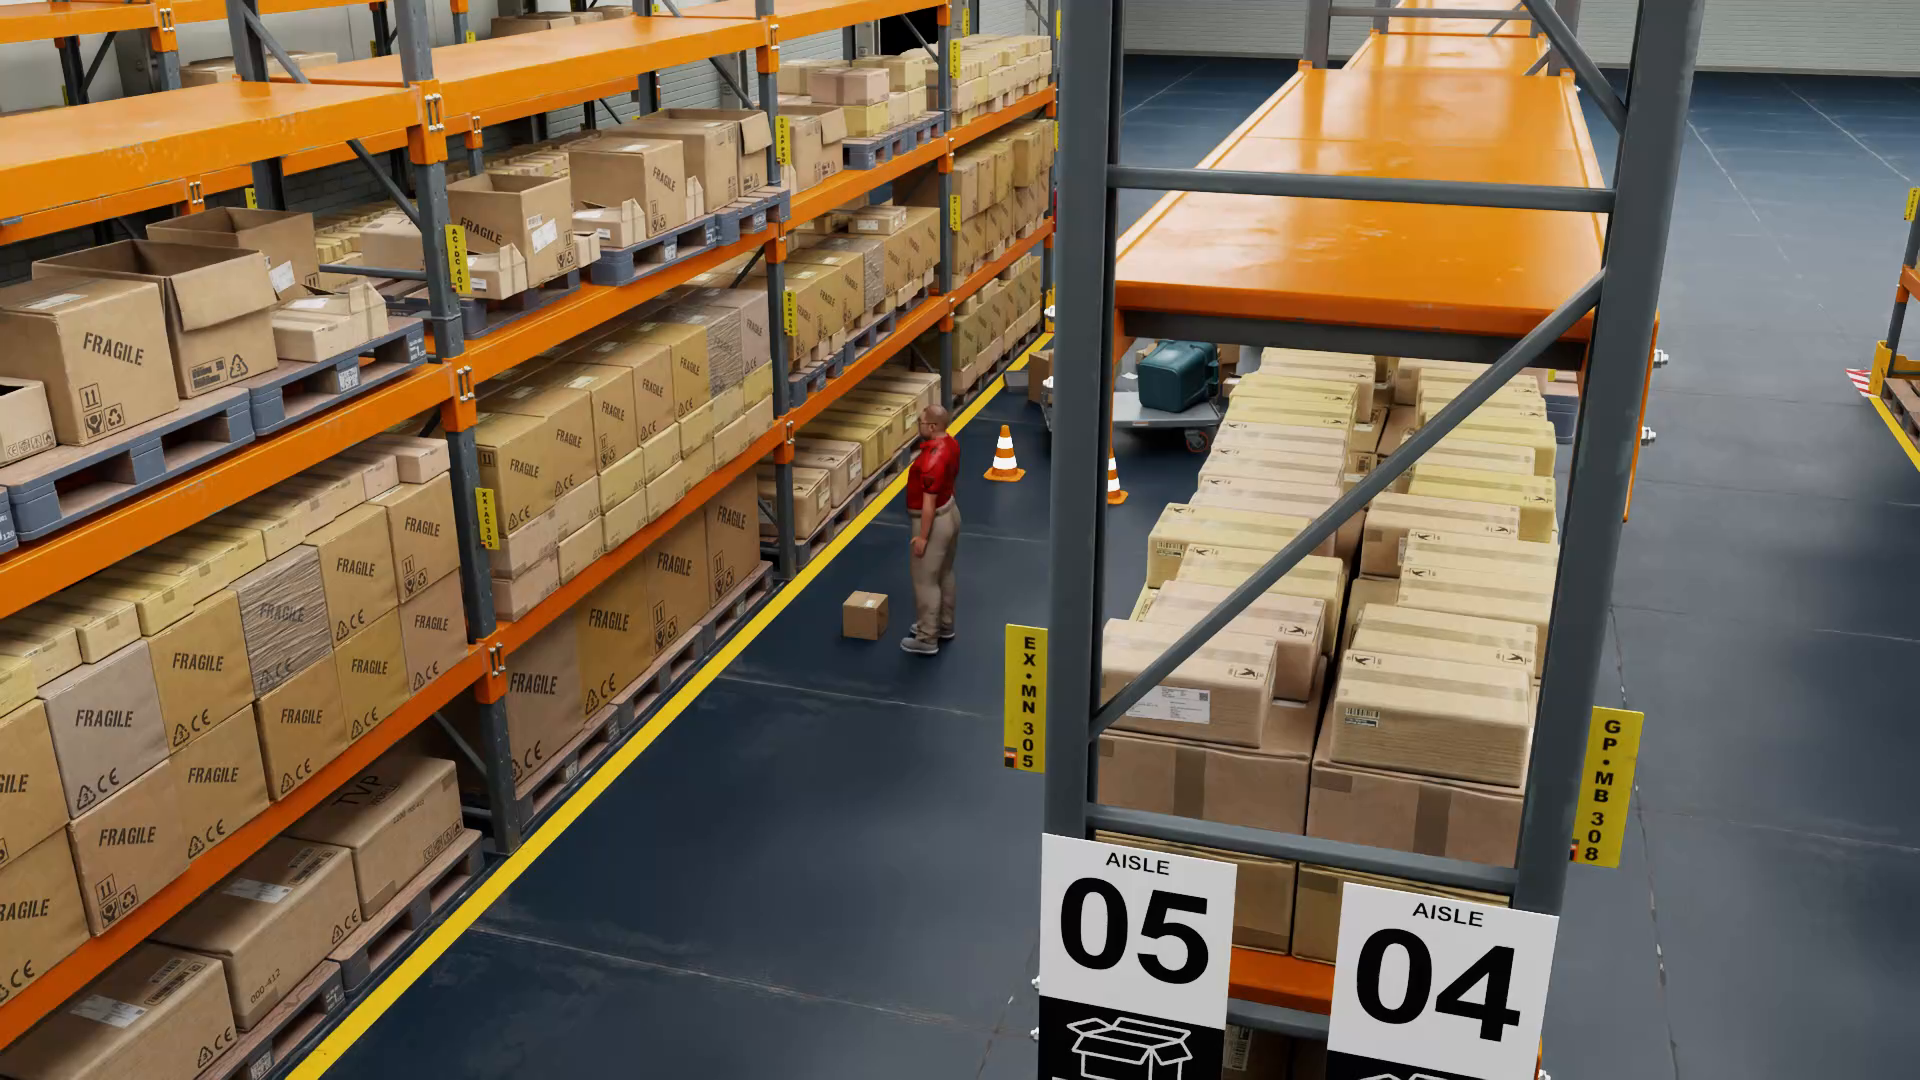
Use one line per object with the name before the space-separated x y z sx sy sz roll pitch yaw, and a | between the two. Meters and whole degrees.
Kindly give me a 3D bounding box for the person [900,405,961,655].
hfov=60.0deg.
person | -0.201 -0.094 11.383 0.377 1.740 0.550 6 23 16
